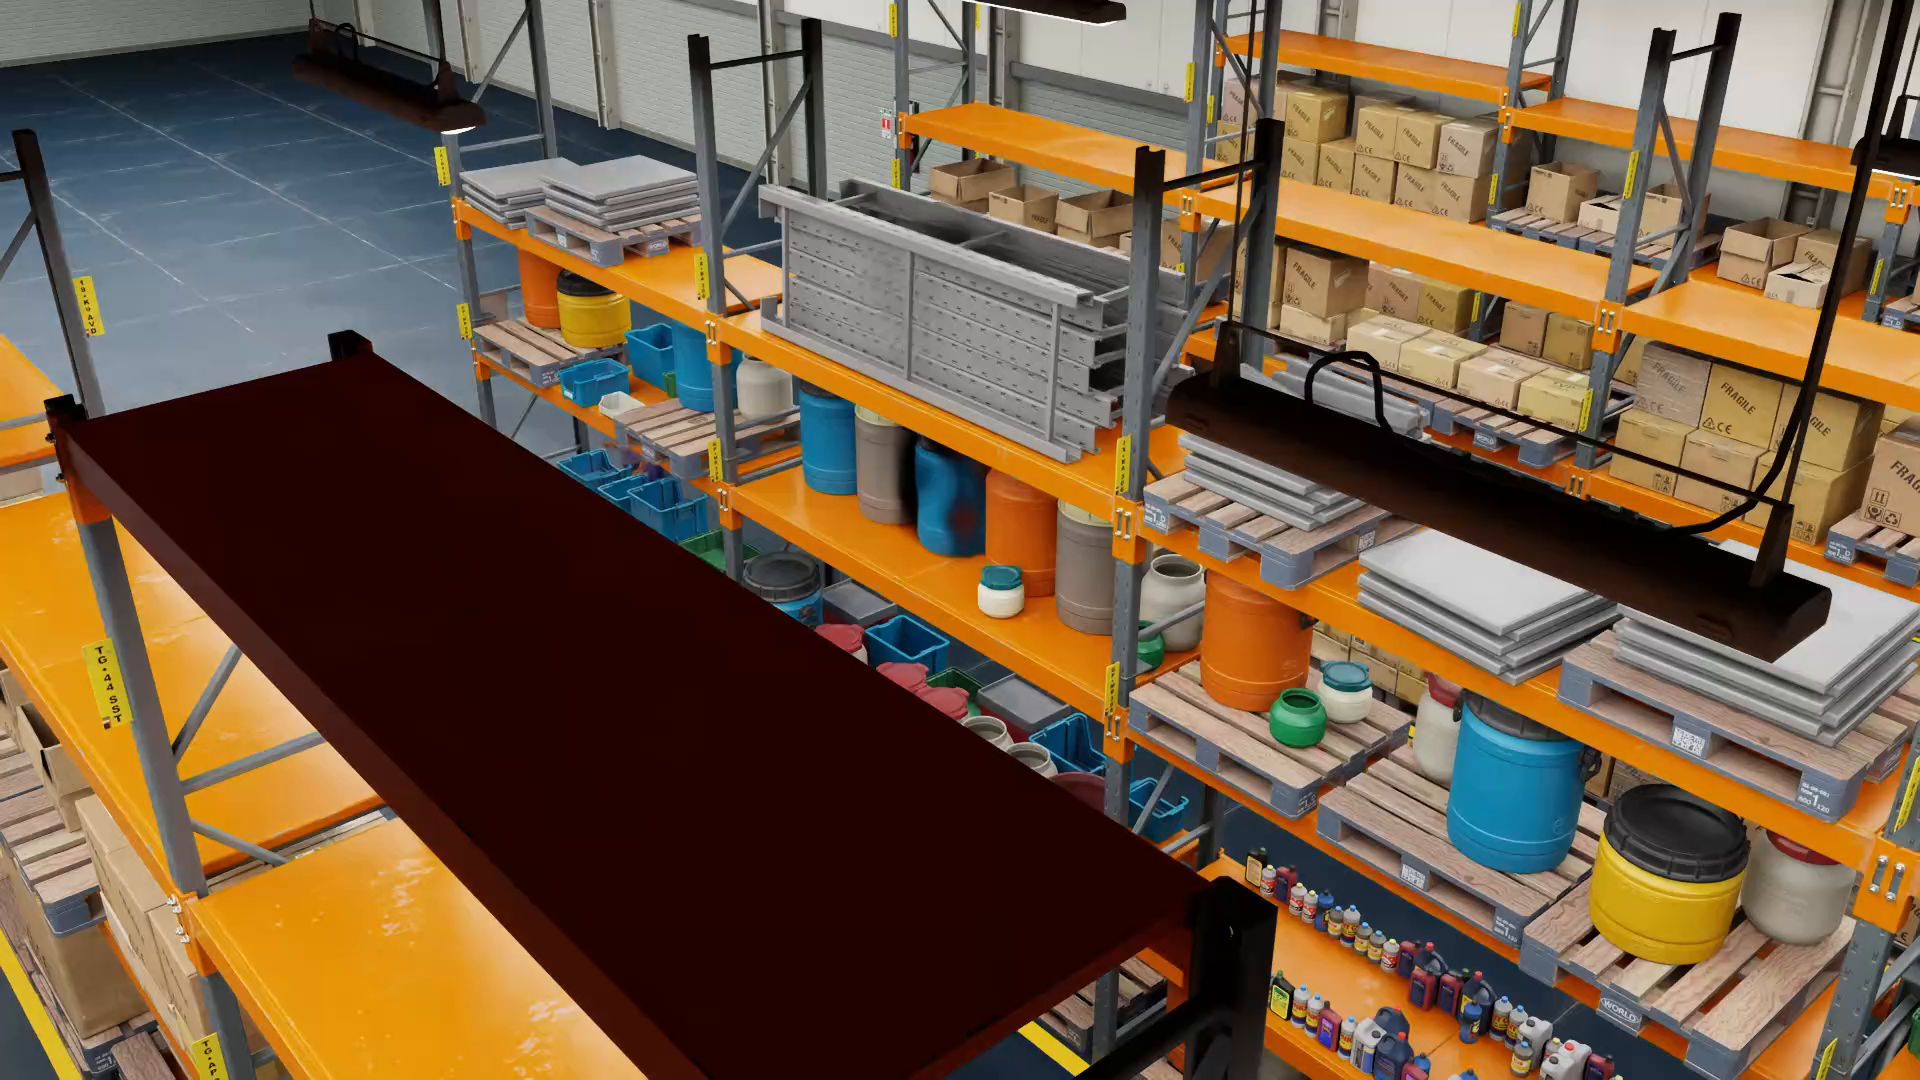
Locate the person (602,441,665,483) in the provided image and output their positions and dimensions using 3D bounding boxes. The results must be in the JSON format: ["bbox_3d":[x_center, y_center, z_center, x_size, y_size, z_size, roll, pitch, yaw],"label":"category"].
[{"bbox_3d":[-3.225,-0.668,17.080,0.971,1.632,0.617,4,27,8],"label":"person"}]
